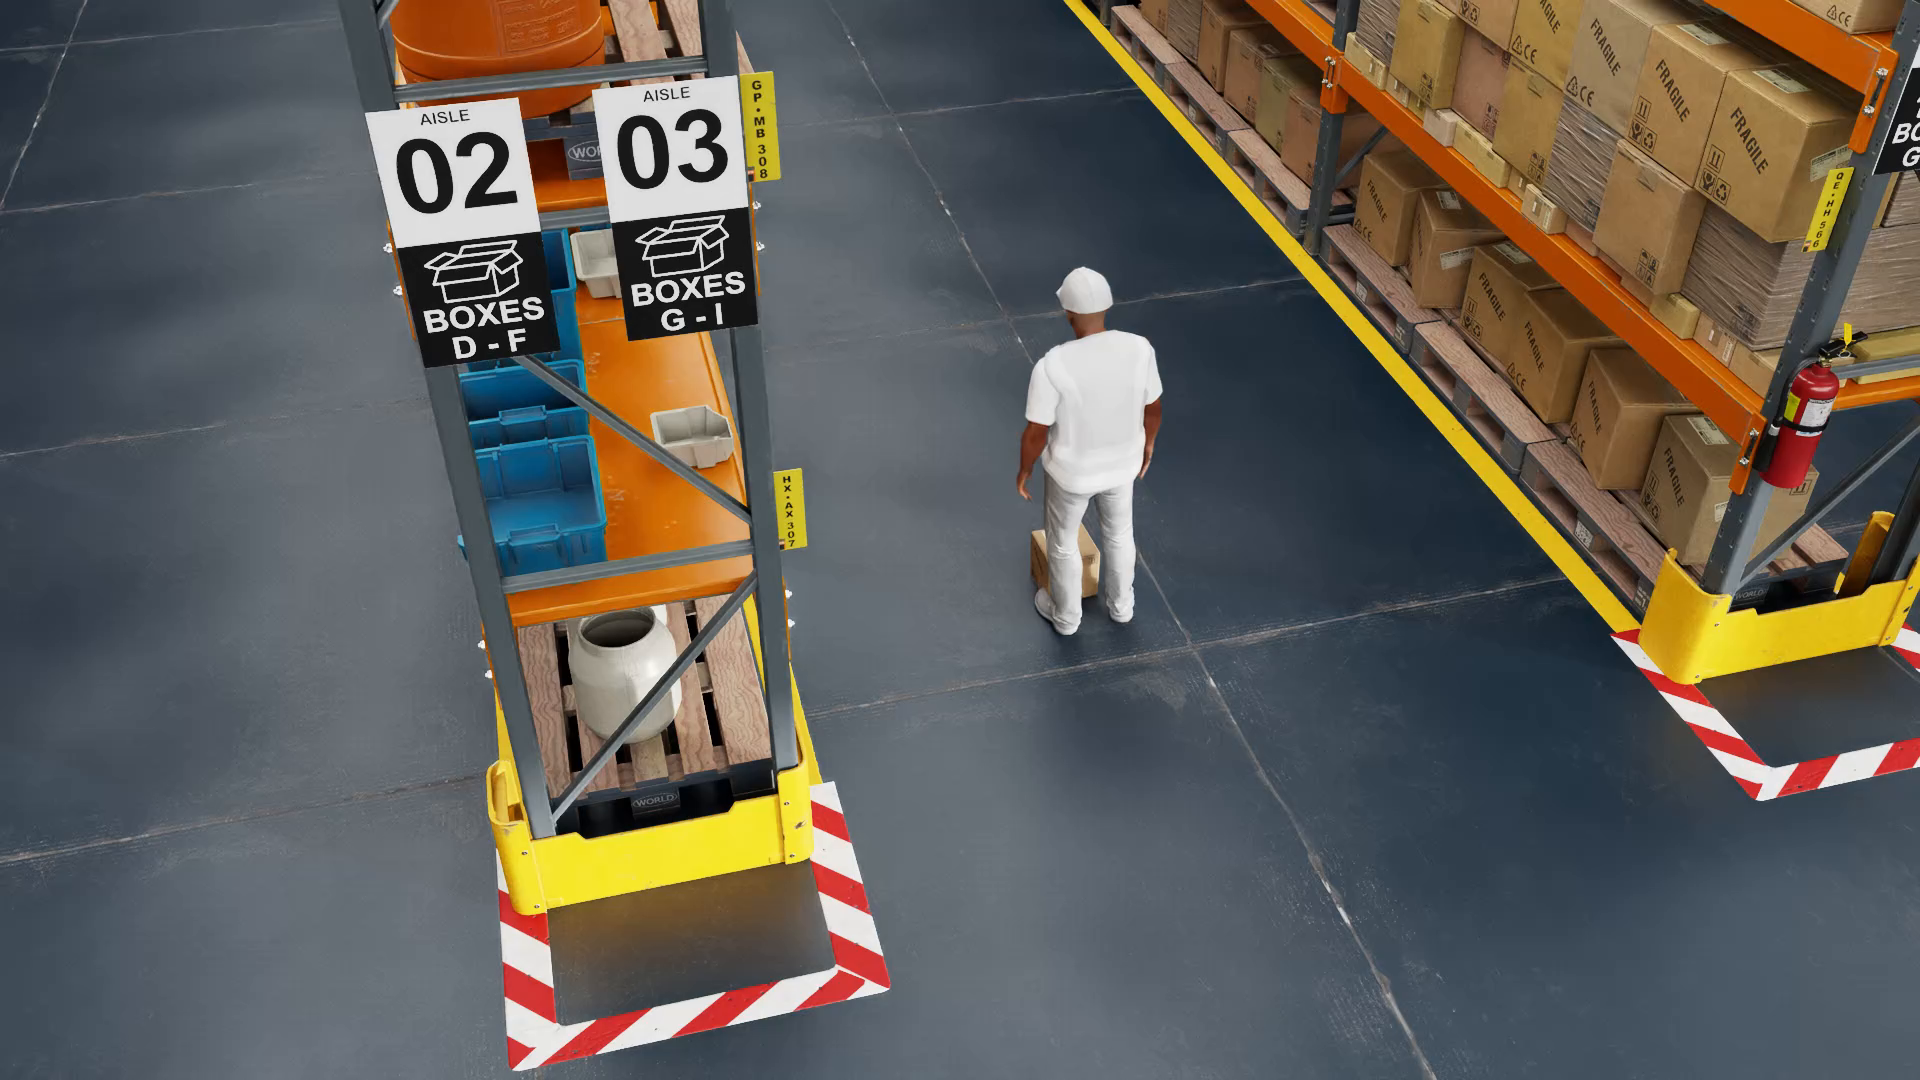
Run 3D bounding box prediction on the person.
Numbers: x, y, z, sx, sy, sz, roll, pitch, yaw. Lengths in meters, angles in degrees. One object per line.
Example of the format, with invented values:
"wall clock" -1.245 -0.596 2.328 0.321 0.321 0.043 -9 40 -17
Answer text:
"person" 0.550 -0.353 7.151 0.636 1.761 0.454 -11 39 -14
